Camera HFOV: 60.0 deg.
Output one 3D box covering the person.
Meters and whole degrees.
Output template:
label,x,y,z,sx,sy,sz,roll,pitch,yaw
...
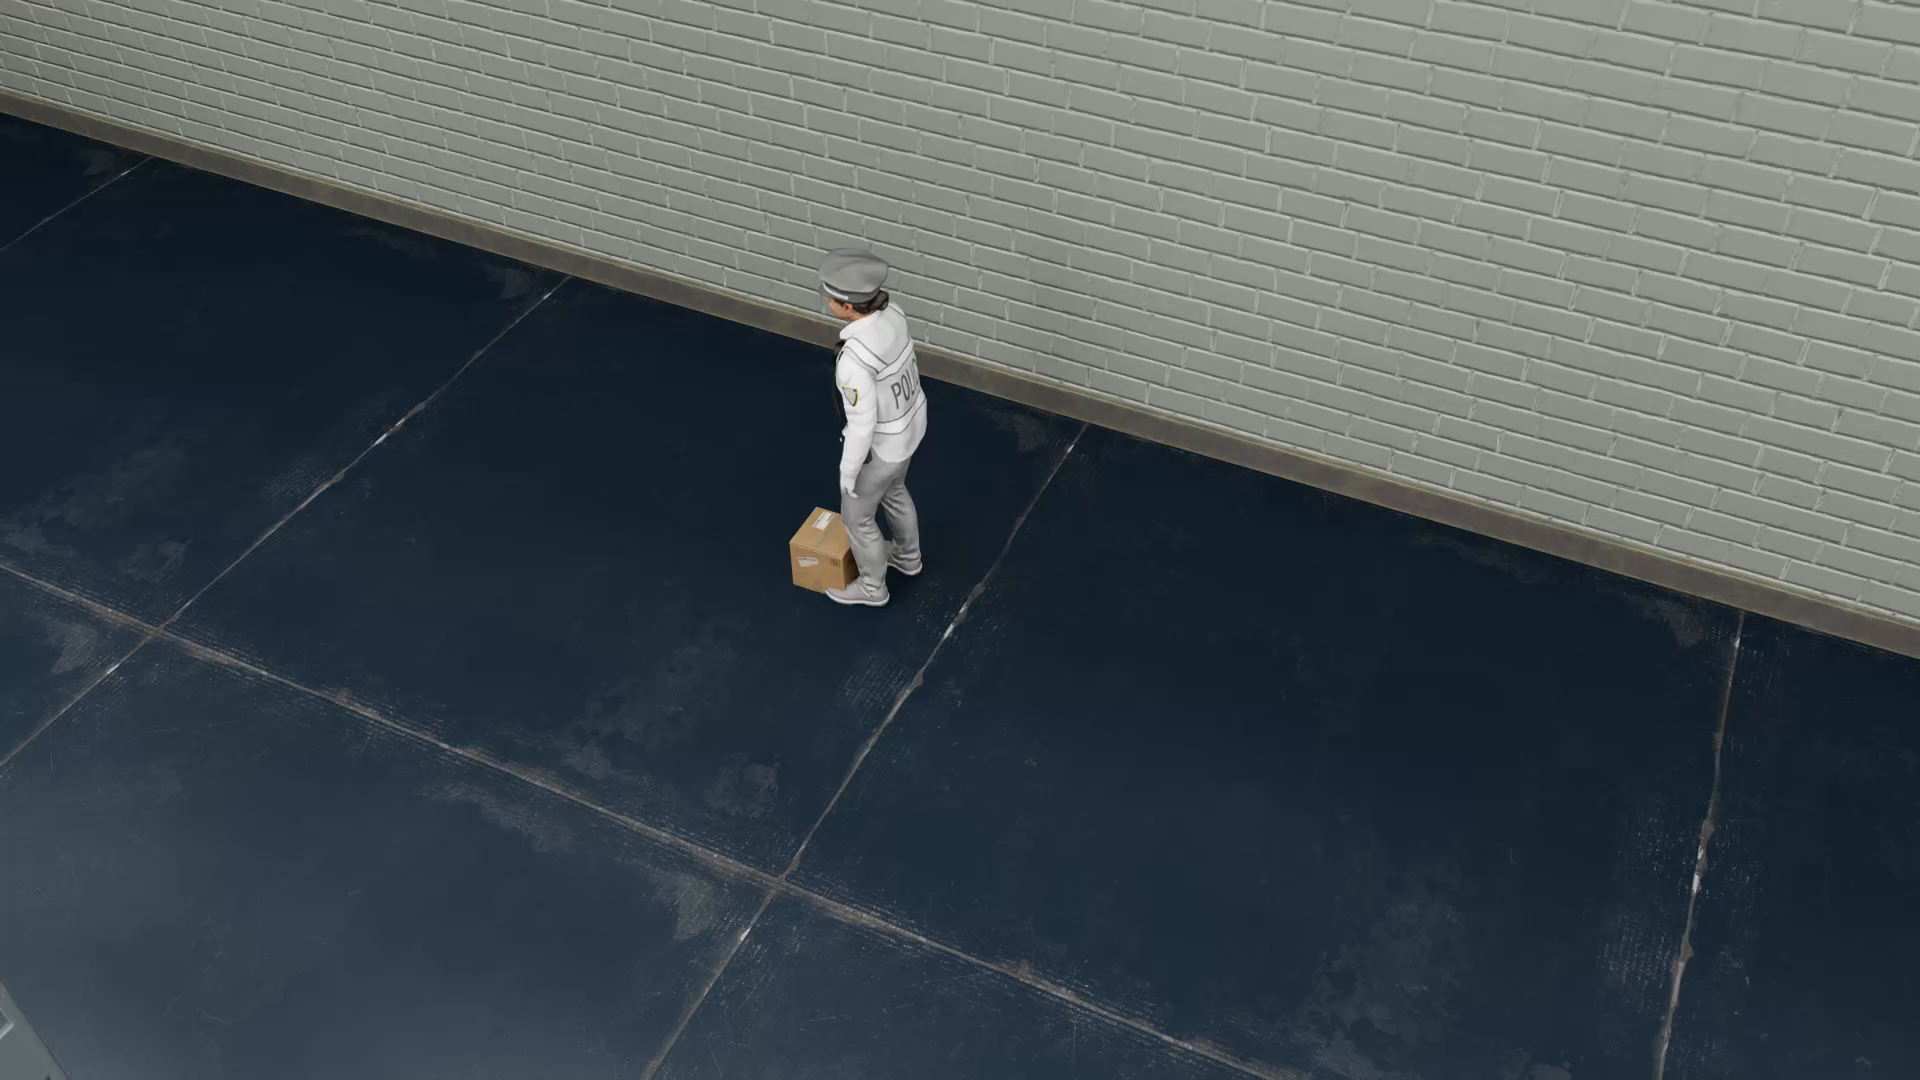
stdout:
label,x,y,z,sx,sy,sz,roll,pitch,yaw
person,-0.354,-0.403,6.602,0.415,1.662,0.539,15,44,16
